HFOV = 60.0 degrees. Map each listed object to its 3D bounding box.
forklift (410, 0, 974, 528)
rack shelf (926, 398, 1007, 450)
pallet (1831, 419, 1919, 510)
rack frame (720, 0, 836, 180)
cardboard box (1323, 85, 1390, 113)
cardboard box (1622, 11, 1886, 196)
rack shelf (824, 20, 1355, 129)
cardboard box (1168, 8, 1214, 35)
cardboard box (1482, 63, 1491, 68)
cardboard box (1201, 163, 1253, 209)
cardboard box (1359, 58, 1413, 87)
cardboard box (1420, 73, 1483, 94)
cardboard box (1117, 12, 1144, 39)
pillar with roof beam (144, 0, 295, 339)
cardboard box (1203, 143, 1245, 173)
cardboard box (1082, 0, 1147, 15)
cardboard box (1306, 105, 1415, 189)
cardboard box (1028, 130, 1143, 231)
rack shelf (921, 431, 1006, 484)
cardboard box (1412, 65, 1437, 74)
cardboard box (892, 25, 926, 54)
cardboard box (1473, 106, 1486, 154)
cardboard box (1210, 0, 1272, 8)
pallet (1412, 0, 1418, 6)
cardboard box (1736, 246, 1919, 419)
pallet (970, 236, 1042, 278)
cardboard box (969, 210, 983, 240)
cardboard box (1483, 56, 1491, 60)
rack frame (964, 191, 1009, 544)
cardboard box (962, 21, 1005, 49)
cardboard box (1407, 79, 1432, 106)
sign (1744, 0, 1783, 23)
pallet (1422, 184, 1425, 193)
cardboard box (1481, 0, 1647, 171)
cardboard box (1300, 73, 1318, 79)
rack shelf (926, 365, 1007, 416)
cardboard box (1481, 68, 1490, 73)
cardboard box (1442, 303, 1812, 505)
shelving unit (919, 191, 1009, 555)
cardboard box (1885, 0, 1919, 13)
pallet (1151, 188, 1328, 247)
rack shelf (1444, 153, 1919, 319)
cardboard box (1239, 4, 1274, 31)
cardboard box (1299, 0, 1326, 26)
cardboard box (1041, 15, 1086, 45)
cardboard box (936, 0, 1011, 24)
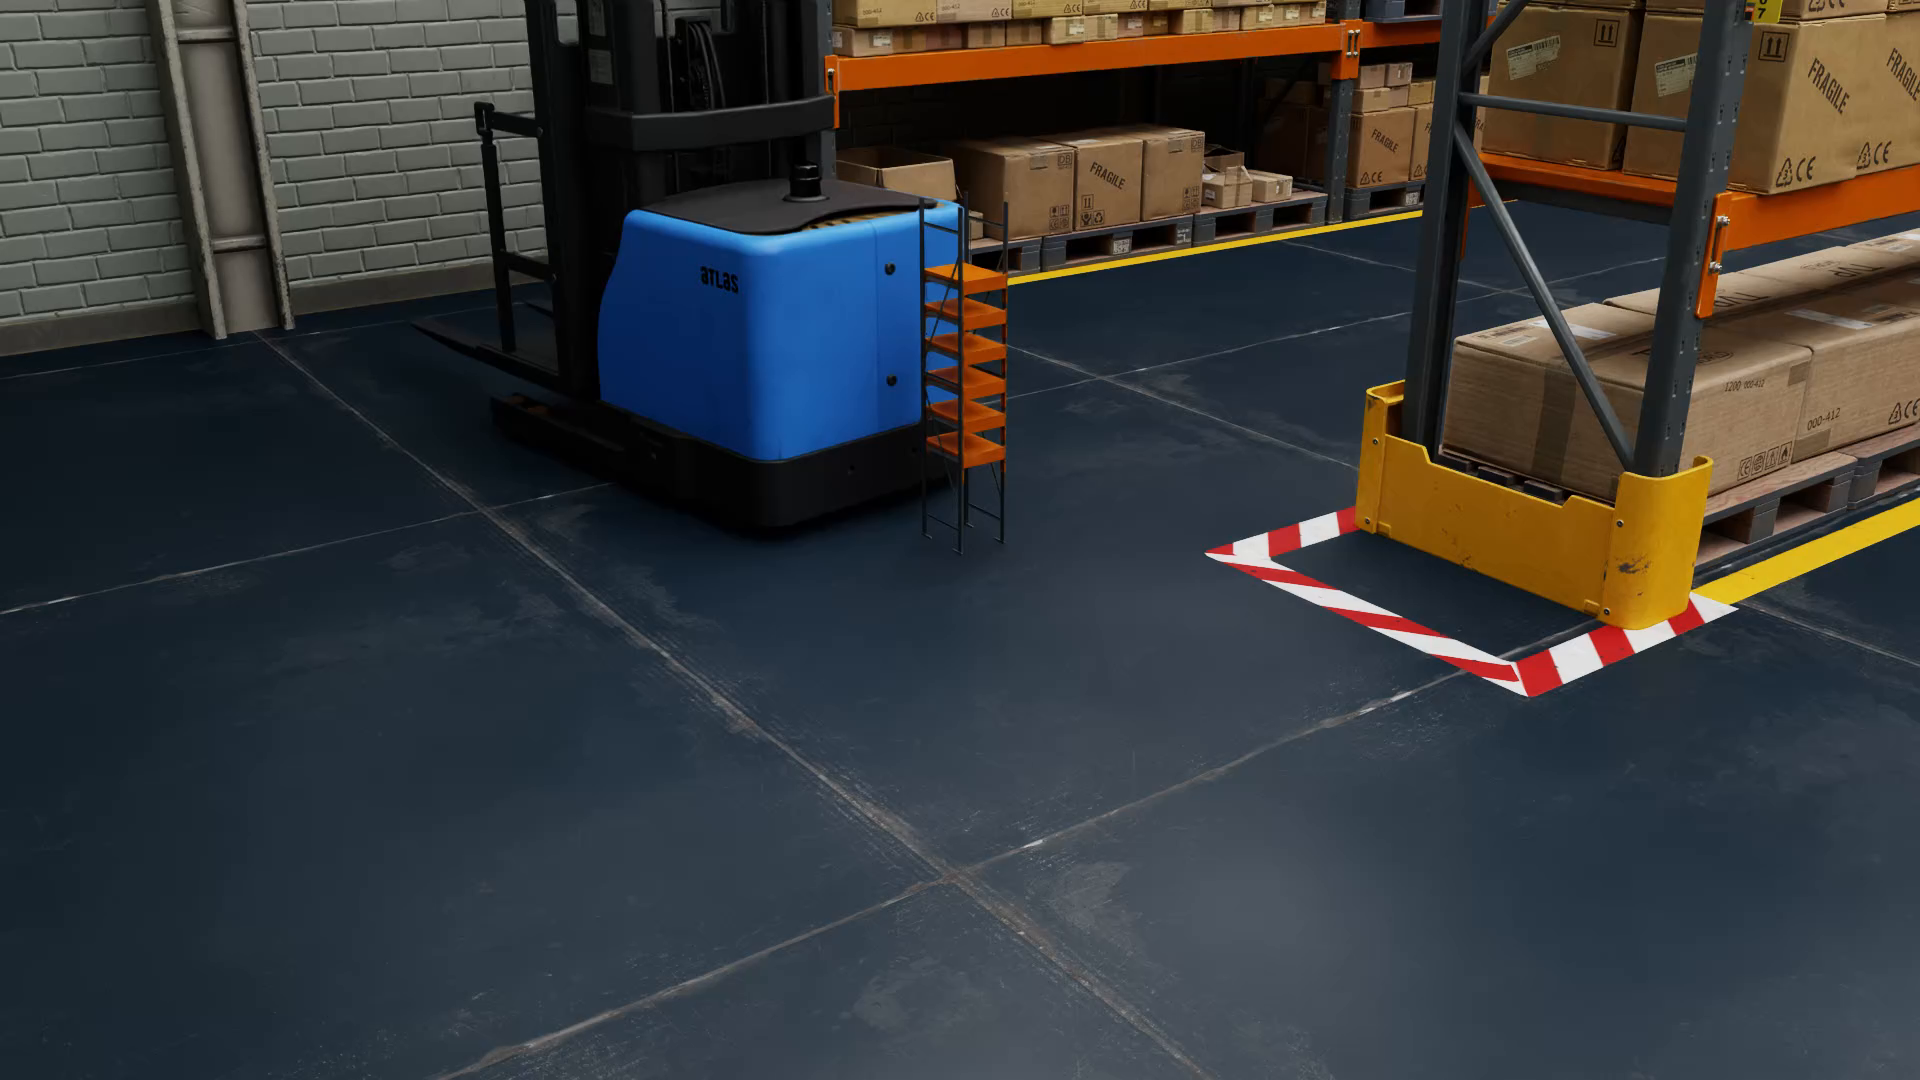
[{"bbox_3d":[-1.324,-1.864,6.613,1.130,2.935,3.031,-19,29,-40],"label":"forklift"},{"bbox_3d":[0.012,-0.408,5.743,0.180,0.103,0.258,-15,26,-33],"label":"rack shelf"},{"bbox_3d":[3.499,-0.484,6.824,1.213,0.211,1.003,-15,26,-33],"label":"pallet"},{"bbox_3d":[-0.996,-2.812,8.896,0.127,3.000,1.000,-15,26,-33],"label":"rack frame"},{"bbox_3d":[2.698,-3.011,11.325,0.250,0.149,0.380,-14,25,-30],"label":"cardboard box"},{"bbox_3d":[2.463,-1.384,5.182,0.500,0.500,0.500,-15,26,-33],"label":"cardboard box"},{"bbox_3d":[0.628,-2.911,10.115,4.000,0.370,1.077,-15,26,-33],"label":"rack shelf"},{"bbox_3d":[1.324,-3.177,10.151,0.250,0.149,0.380,-15,26,-34],"label":"cardboard box"},{"bbox_3d":[3.874,-3.564,12.711,0.250,0.149,0.380,-15,26,-33],"label":"cardboard box"},{"bbox_3d":[1.680,-2.317,10.778,0.258,0.266,0.396,-14,26,-31],"label":"cardboard box"},{"bbox_3d":[2.880,-3.220,11.447,0.250,0.149,0.380,-16,27,-35],"label":"cardboard box"},{"bbox_3d":[3.518,-3.259,11.948,0.250,0.149,0.380,-15,26,-33],"label":"cardboard box"},{"bbox_3d":[0.877,-3.088,9.926,0.250,0.149,0.380,-15,26,-33],"label":"cardboard box"},{"bbox_3d":[-1.197,-3.991,3.756,0.400,9.000,9.100,-15,26,-33],"label":"pillar with roof beam"},{"bbox_3d":[1.577,-2.552,11.306,0.500,0.311,0.500,-14,26,-31],"label":"cardboard box"},{"bbox_3d":[0.751,-3.235,9.757,0.500,0.250,0.500,-16,27,-34],"label":"cardboard box"},{"bbox_3d":[2.775,-2.749,11.544,0.500,0.500,0.500,-14,25,-31],"label":"cardboard box"},{"bbox_3d":[0.760,-2.208,10.188,0.500,0.500,0.500,-14,26,-32],"label":"cardboard box"},{"bbox_3d":[0.012,-0.296,5.787,0.180,0.103,0.258,-15,26,-33],"label":"rack shelf"},{"bbox_3d":[3.407,-3.473,12.483,0.250,0.149,0.380,-14,26,-32],"label":"cardboard box"},{"bbox_3d":[-0.389,-2.753,9.087,0.250,0.149,0.380,-14,26,-32],"label":"cardboard box"},{"bbox_3d":[3.609,-2.974,12.108,0.500,0.500,0.500,-16,27,-34],"label":"cardboard box"},{"bbox_3d":[1.582,-3.450,10.296,0.500,0.250,0.500,-15,26,-33],"label":"cardboard box"},{"bbox_3d":[3.922,-4.032,12.213,1.213,0.211,1.003,-15,26,-33],"label":"pallet"},{"bbox_3d":[3.854,-0.893,6.977,0.875,0.438,0.875,-16,27,-34],"label":"cardboard box"},{"bbox_3d":[-0.288,-1.706,9.888,1.213,0.211,1.003,-15,26,-33],"label":"pallet"},{"bbox_3d":[-0.077,-1.867,9.808,0.250,0.149,0.380,-16,27,-35],"label":"cardboard box"},{"bbox_3d":[4.231,-3.702,13.057,0.250,0.149,0.380,-16,27,-35],"label":"cardboard box"},{"bbox_3d":[0.086,-0.580,5.731,0.006,1.200,0.240,-15,26,-33],"label":"rack frame"},{"bbox_3d":[0.045,-2.857,9.347,0.250,0.149,0.380,-14,26,-31],"label":"cardboard box"},{"bbox_3d":[3.079,-3.153,11.682,0.250,0.149,0.380,-17,27,-36],"label":"cardboard box"},{"bbox_3d":[2.225,-1.590,4.559,0.005,0.325,0.100,-15,26,-33],"label":"sign"},{"bbox_3d":[3.880,-2.836,12.718,1.213,0.211,1.003,-15,26,-33],"label":"pallet"},{"bbox_3d":[2.143,-1.550,5.599,0.500,0.500,0.500,-15,26,-33],"label":"cardboard box"},{"bbox_3d":[2.592,-3.238,11.895,0.250,0.149,0.380,-15,26,-33],"label":"cardboard box"},{"bbox_3d":[0.012,-0.519,5.698,0.180,0.103,0.258,-15,26,-33],"label":"rack shelf"},{"bbox_3d":[3.923,-3.380,12.249,0.250,0.149,0.380,-15,26,-33],"label":"cardboard box"},{"bbox_3d":[2.383,-0.498,5.987,0.875,0.438,0.875,-16,27,-35],"label":"cardboard box"},{"bbox_3d":[0.012,-0.560,5.682,0.189,1.200,0.258,-15,26,-33],"label":"shelving unit"},{"bbox_3d":[2.877,-1.963,5.283,0.500,0.500,0.500,-16,27,-34],"label":"cardboard box"},{"bbox_3d":[1.693,-2.234,11.211,1.213,0.211,1.003,-15,26,-33],"label":"pallet"},{"bbox_3d":[3.529,-1.418,6.374,4.000,0.370,1.077,-15,26,-33],"label":"rack shelf"},{"bbox_3d":[1.744,-3.290,10.433,0.250,0.149,0.380,-14,26,-31],"label":"cardboard box"},{"bbox_3d":[2.140,-3.416,10.749,0.250,0.149,0.380,-15,26,-32],"label":"cardboard box"},{"bbox_3d":[0.506,-2.948,9.576,0.250,0.149,0.380,-16,27,-34],"label":"cardboard box"},{"bbox_3d":[-0.061,-3.007,9.186,0.500,0.250,0.500,-15,26,-32],"label":"cardboard box"}]
